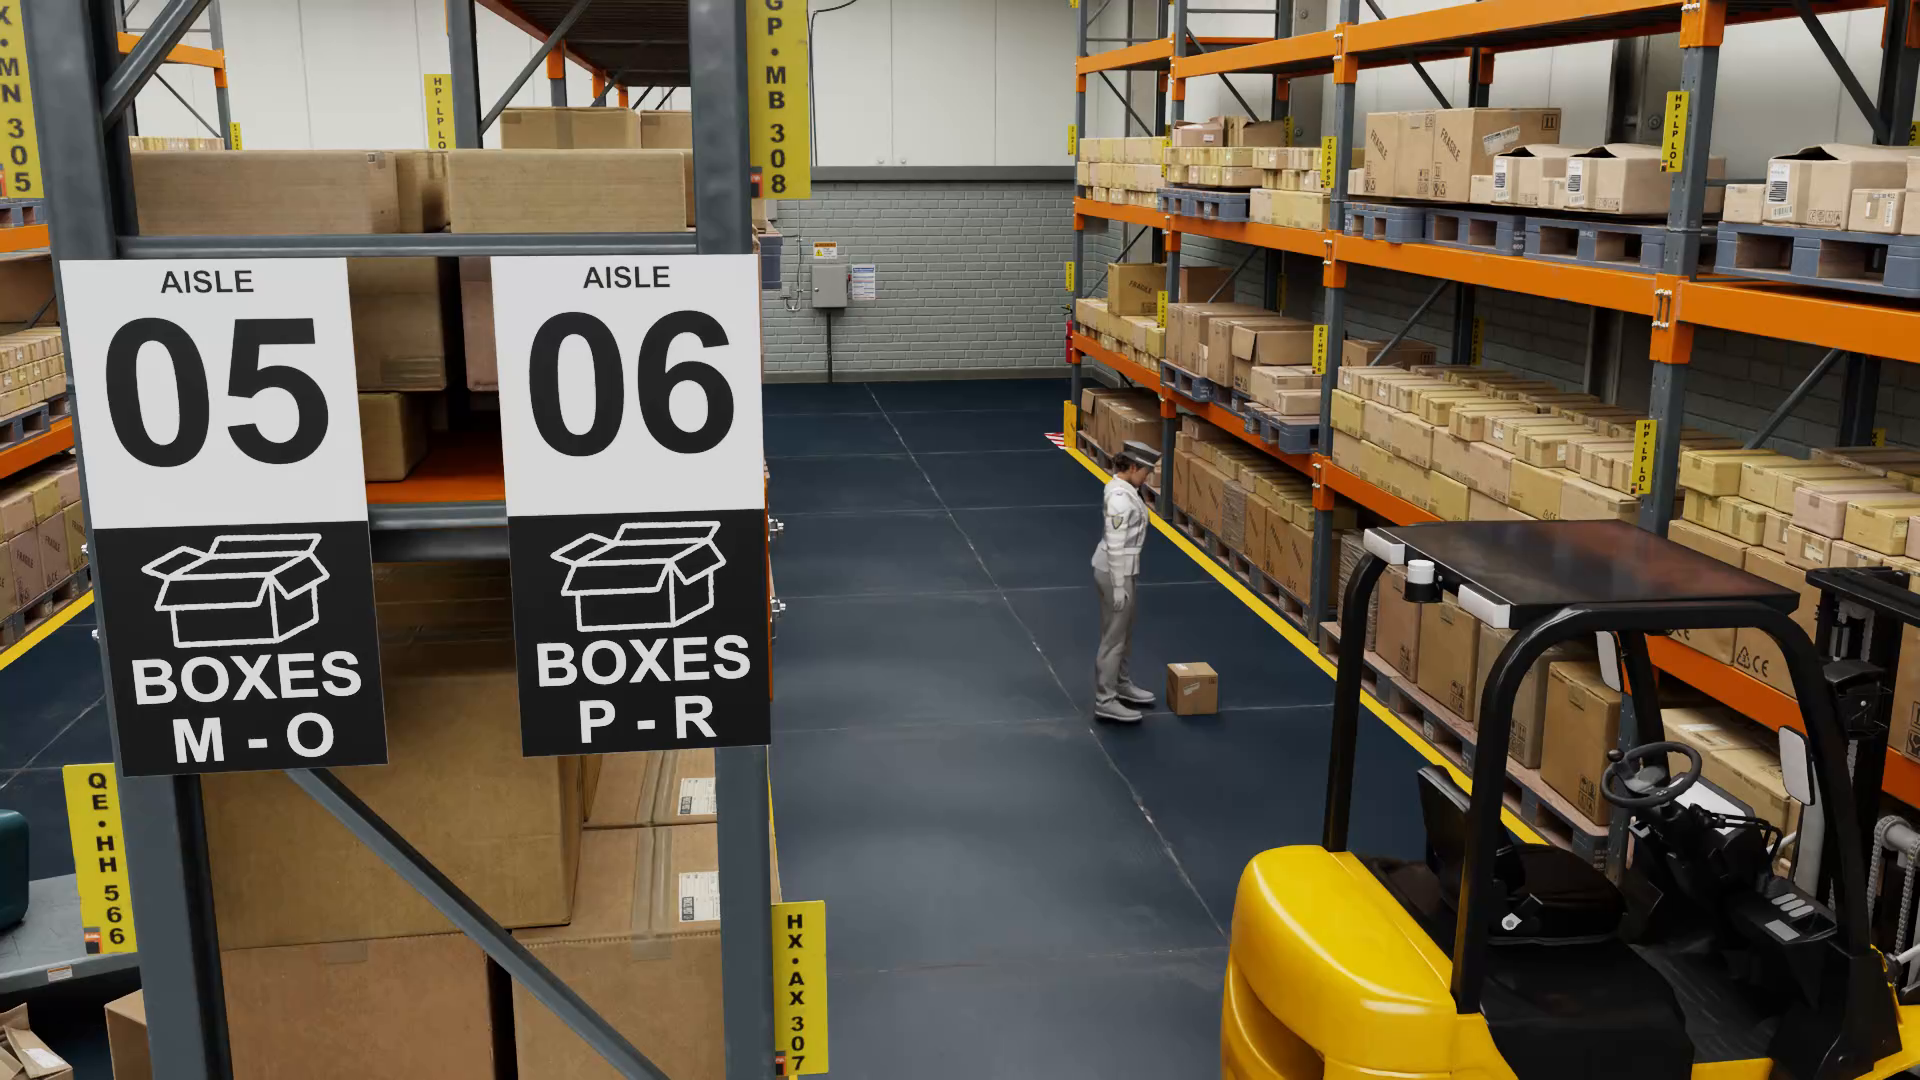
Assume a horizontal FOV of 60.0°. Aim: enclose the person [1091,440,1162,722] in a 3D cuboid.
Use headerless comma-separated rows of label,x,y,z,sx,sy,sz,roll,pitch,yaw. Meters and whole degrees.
person,0.987,0.226,9.948,0.406,1.668,0.523,1,13,4
